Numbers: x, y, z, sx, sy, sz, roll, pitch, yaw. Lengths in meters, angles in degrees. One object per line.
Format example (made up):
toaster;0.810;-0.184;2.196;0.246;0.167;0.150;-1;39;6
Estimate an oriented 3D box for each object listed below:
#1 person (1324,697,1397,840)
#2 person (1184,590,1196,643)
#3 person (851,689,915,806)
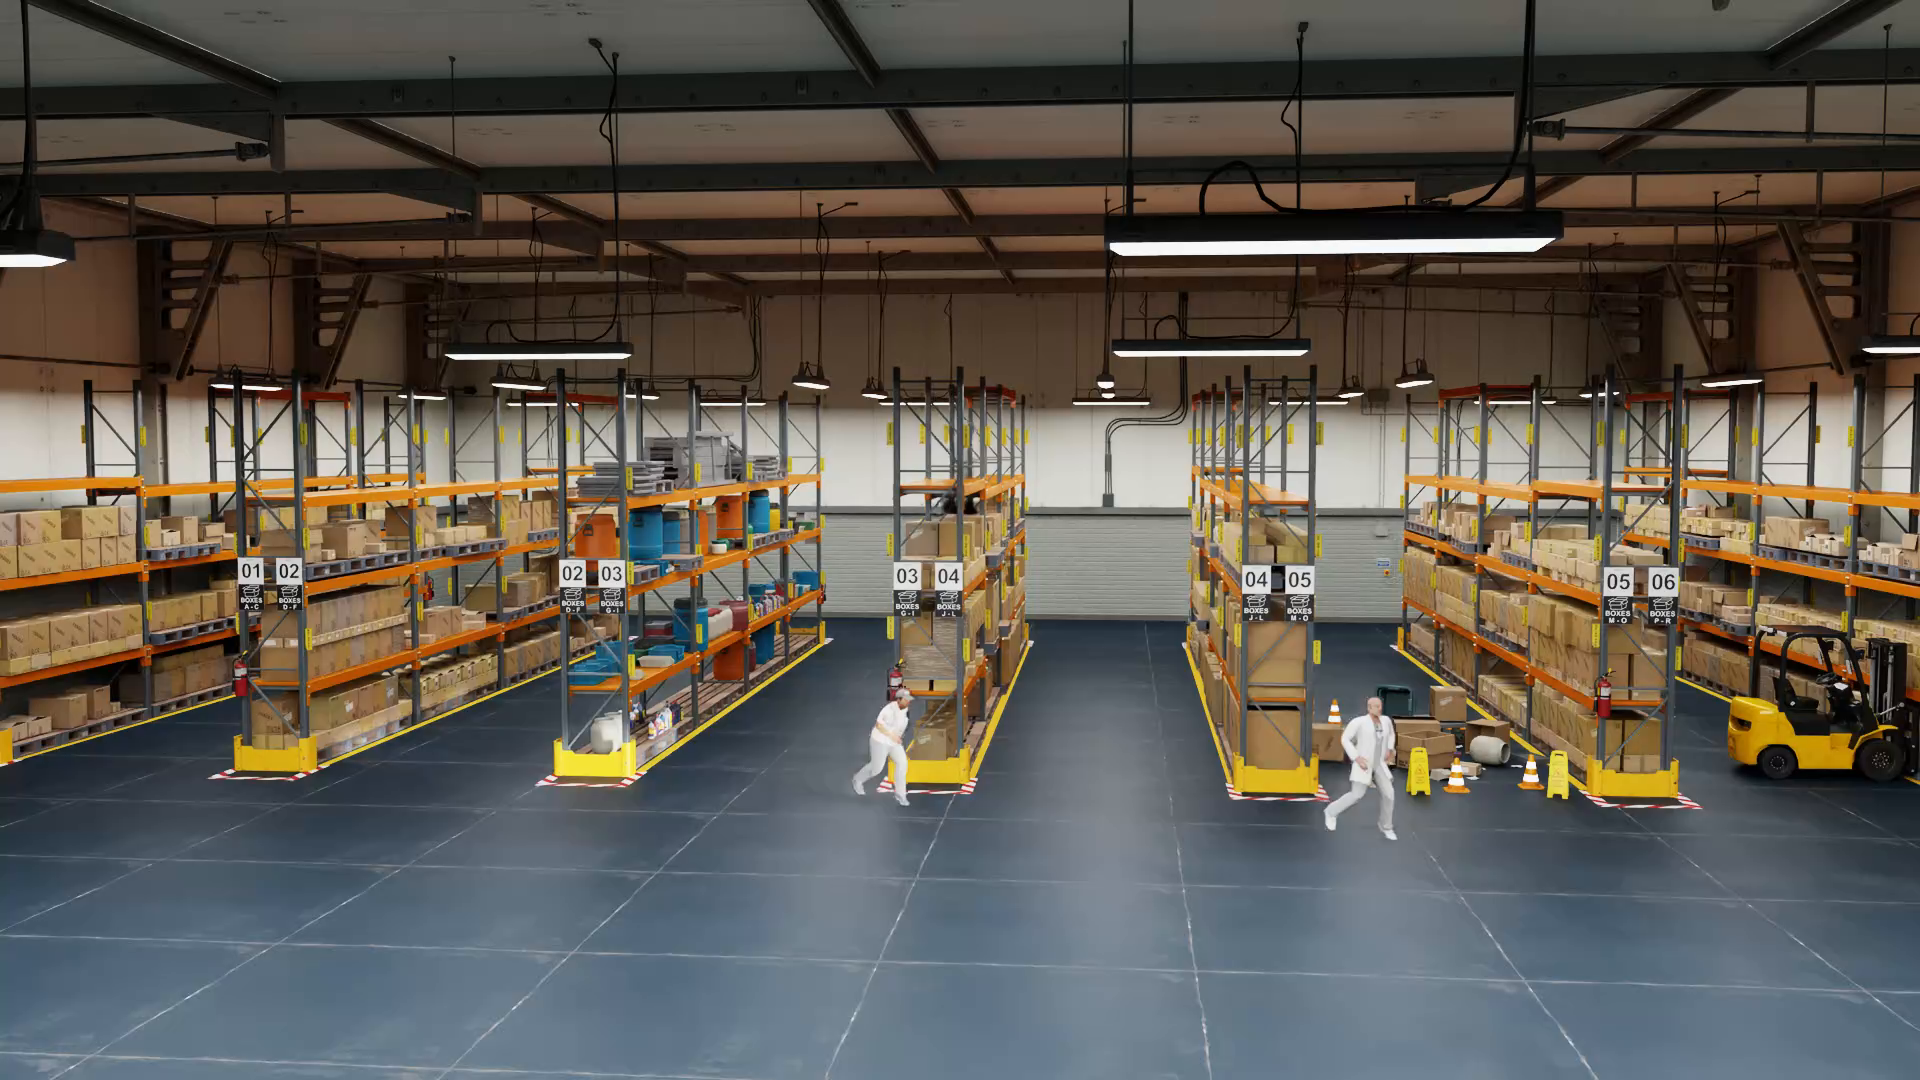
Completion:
person;5.107;2.857;20.884;0.922;1.782;0.791;-2;4;-25
person;5.831;1.646;40.432;0.779;1.768;0.752;0;4;-7
person;-1.048;2.818;22.814;1.030;1.627;0.642;2;4;31
